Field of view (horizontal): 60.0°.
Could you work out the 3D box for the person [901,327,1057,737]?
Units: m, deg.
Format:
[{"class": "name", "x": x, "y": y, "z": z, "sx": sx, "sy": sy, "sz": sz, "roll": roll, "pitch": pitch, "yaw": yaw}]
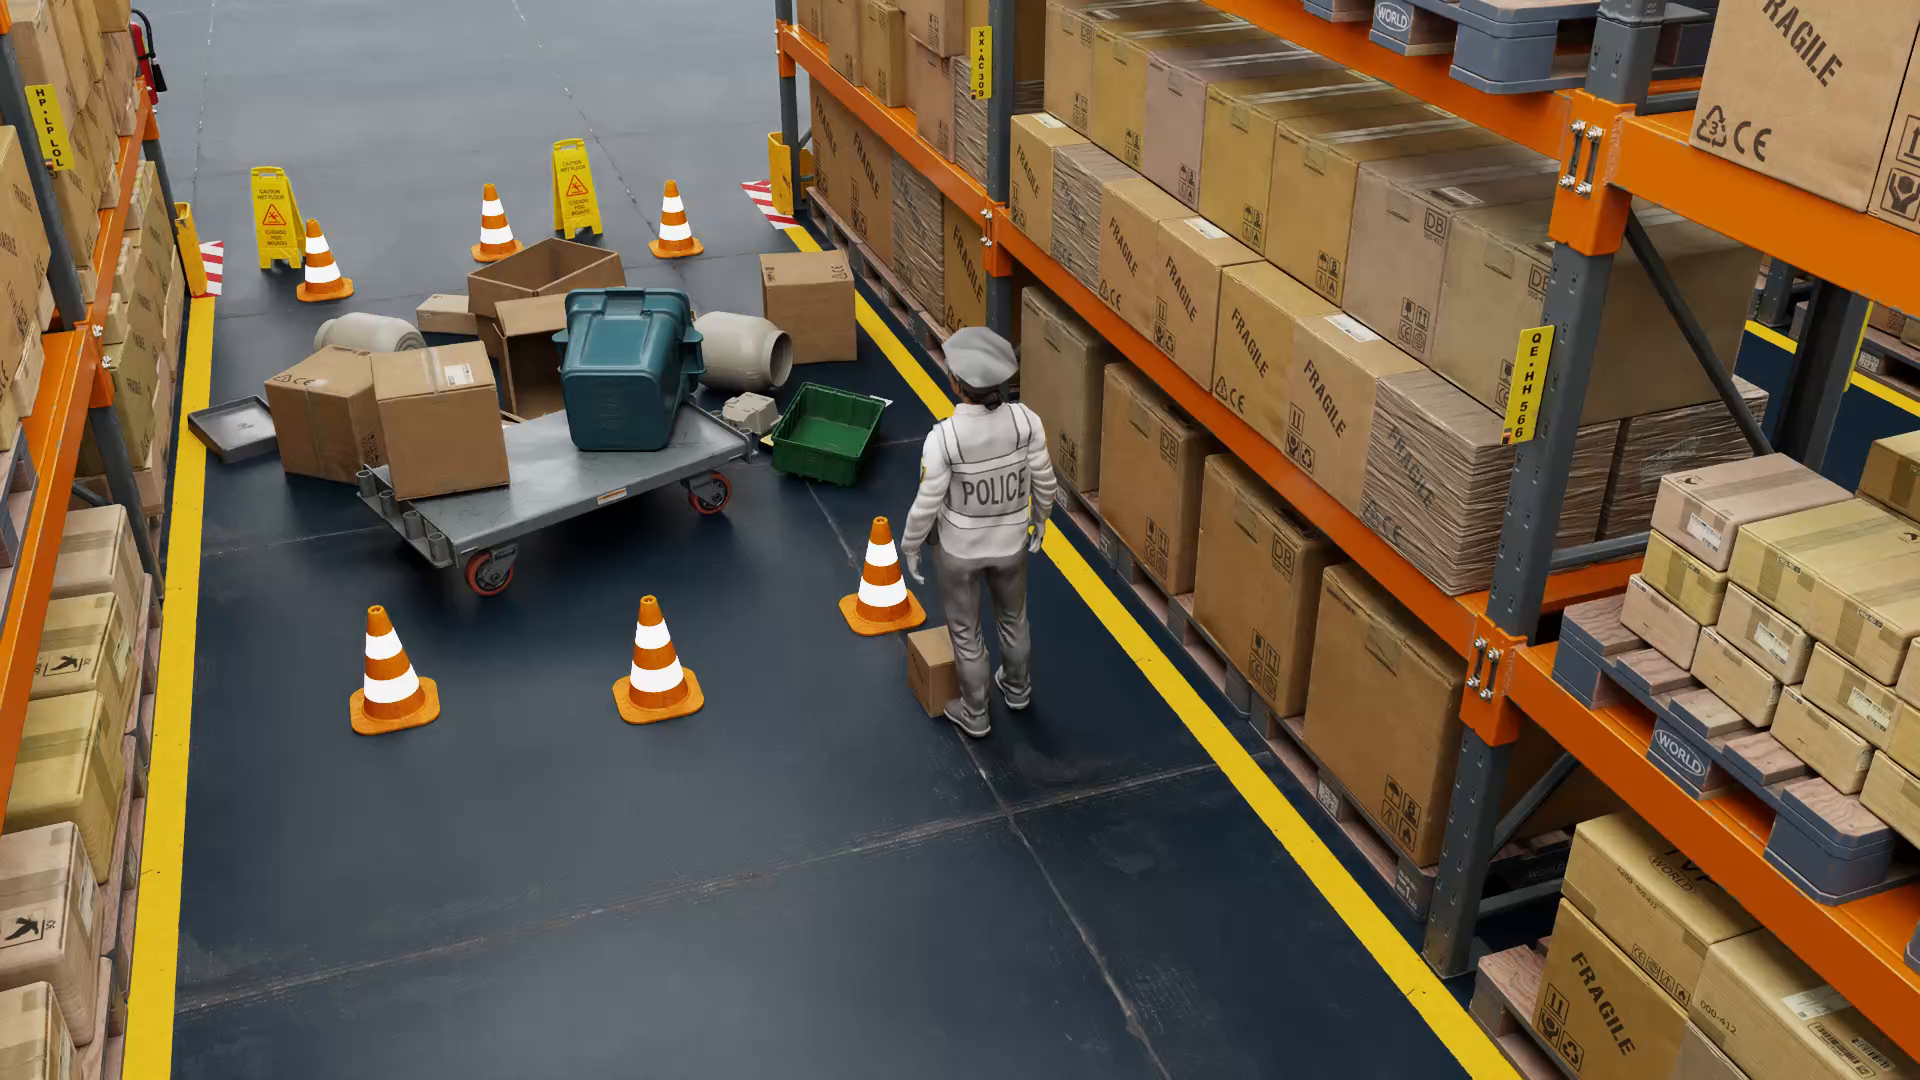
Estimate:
[{"class": "person", "x": 0.051, "y": -0.024, "z": 6.120, "sx": 0.586, "sy": 1.694, "sz": 0.530, "roll": -10, "pitch": 32, "yaw": -17}]
